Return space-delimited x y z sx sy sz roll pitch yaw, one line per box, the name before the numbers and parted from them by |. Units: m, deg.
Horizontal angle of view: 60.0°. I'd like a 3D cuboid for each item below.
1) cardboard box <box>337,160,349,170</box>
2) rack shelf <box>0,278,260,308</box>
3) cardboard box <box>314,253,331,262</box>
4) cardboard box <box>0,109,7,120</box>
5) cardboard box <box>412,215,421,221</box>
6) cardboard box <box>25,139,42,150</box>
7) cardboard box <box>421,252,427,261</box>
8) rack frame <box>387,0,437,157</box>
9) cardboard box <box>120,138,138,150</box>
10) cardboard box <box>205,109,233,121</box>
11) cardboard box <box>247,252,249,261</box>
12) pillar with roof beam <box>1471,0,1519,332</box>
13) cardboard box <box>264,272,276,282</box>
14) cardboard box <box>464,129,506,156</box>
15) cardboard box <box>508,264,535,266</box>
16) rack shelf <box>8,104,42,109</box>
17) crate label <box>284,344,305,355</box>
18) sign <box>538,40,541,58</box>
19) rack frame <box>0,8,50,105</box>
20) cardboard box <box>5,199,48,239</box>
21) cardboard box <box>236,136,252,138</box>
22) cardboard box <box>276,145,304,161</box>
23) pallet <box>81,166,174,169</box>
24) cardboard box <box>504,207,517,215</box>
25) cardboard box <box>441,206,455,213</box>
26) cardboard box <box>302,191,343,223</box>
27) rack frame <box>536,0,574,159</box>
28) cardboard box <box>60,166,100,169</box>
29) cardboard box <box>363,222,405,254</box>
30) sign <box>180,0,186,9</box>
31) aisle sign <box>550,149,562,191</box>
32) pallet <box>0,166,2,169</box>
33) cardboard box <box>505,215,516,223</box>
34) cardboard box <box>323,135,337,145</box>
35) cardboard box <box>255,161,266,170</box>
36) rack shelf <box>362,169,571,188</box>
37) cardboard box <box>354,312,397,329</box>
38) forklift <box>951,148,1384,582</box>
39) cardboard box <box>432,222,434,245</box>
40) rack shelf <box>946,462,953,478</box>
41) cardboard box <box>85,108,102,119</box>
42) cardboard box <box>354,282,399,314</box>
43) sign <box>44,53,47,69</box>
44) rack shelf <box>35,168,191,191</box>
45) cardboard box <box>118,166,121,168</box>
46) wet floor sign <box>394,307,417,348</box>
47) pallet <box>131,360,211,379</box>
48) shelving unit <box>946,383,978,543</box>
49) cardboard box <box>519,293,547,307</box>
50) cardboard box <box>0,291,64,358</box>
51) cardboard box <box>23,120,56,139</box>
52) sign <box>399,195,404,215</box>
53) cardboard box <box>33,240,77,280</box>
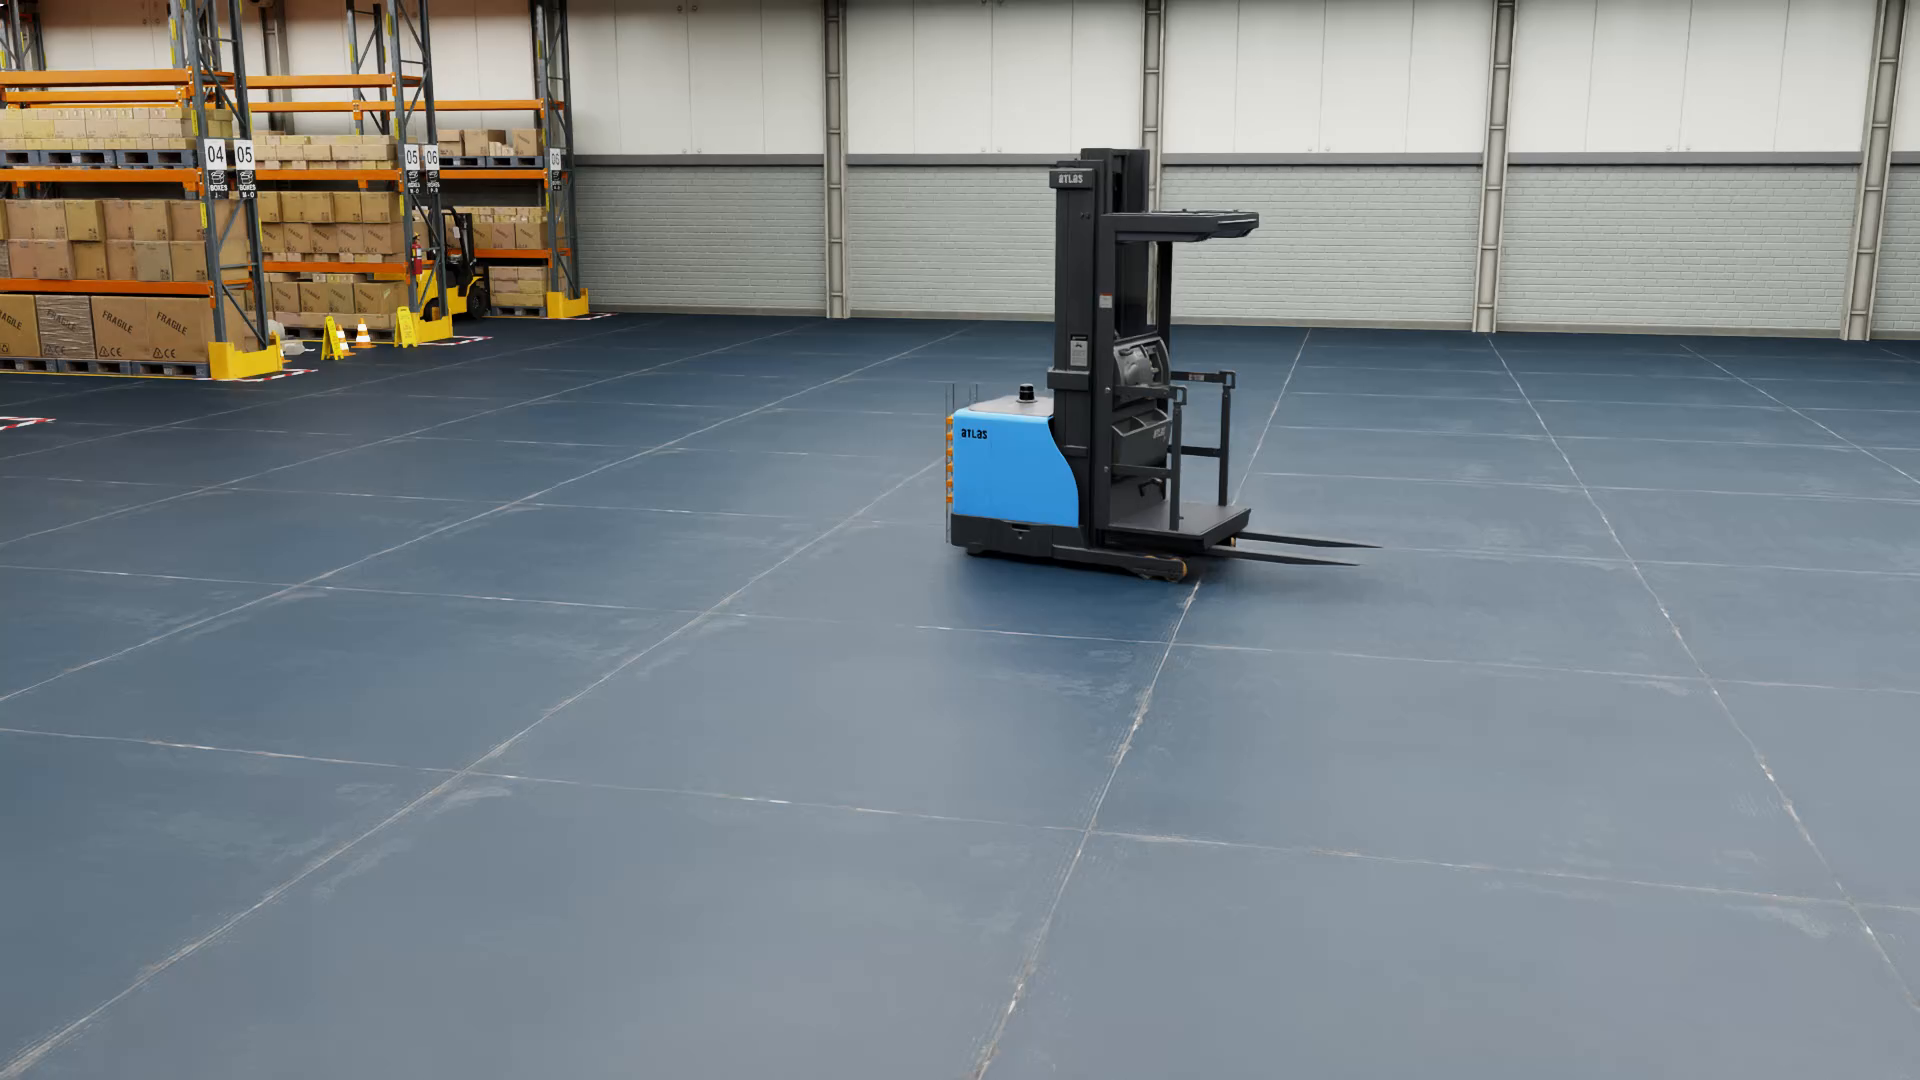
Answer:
cardboard box | -10.052 -6.187 27.444 0.250 0.149 0.380 3 13 14
rack shelf | -11.939 -3.538 23.510 4.000 0.370 1.077 3 13 14
cardboard box | -10.582 -4.735 27.824 0.250 0.149 0.380 3 13 13
cardboard box | -13.115 -5.862 22.934 0.250 0.149 0.380 3 13 13
cardboard box | -10.628 -6.328 32.694 0.250 0.149 0.380 3 13 15
cardboard box | -12.620 -5.446 22.902 0.250 0.149 0.380 3 13 13
cardboard box | -9.190 -4.770 27.982 0.250 0.149 0.380 3 13 14
rack frame | -8.909 -7.761 27.029 0.127 3.000 1.000 3 13 14
cardboard box | -11.140 -5.367 22.545 0.250 0.149 0.380 3 13 14
cardboard box | -10.245 -5.855 22.903 0.250 0.149 0.380 3 13 14
cardboard box | -12.041 -4.823 28.221 0.250 0.149 0.380 3 13 13
pillar with roof beam | 8.260 -7.191 24.461 0.400 9.000 9.100 3 13 14
cardboard box | -11.678 -4.452 28.117 0.250 0.149 0.380 4 13 16
cardboard box | -9.182 -7.689 32.200 0.500 0.500 0.700 3 13 14
cardboard box | -8.631 -5.317 32.934 0.500 0.250 0.500 3 13 14
rack shelf | -21.316 -9.178 35.088 4.000 0.370 1.077 3 13 14
crate label | -10.350 -2.962 25.861 0.298 0.136 0.250 -4 13 -16
sign | -7.868 -9.186 31.114 0.005 0.325 0.100 3 13 14
rack frame | -19.374 -9.427 34.542 0.127 3.000 1.000 3 13 14
cardboard box | -12.969 -4.563 23.629 0.550 0.550 0.875 3 13 14
cardboard box | -11.803 -6.643 27.658 0.250 0.149 0.380 3 13 13
cardboard box | -10.955 -6.416 27.554 0.500 0.250 0.500 3 13 14
pallet | -14.374 -6.520 28.795 1.003 0.211 1.213 3 13 14
cardboard box | -8.629 -6.375 32.219 0.250 0.149 0.380 3 13 15
cardboard box | -10.099 -6.465 32.625 0.250 0.149 0.380 3 13 13
cardboard box | -10.467 -5.527 27.588 0.500 0.500 0.700 3 13 13
rack frame | -7.724 -8.805 31.735 0.127 3.000 1.000 3 13 14
cardboard box | -15.189 -6.689 28.885 0.637 0.503 0.797 3 13 14
cardboard box | -9.502 -4.996 27.502 0.500 0.500 0.500 3 13 13
sign | -10.141 -7.096 21.693 0.005 0.325 0.100 3 13 14
aisle sign | -7.730 -7.080 31.809 0.004 0.787 0.394 3 13 14
pallet | -17.314 -6.641 29.346 1.003 0.211 1.213 4 13 16
cardboard box | -8.620 -6.234 32.270 0.250 0.149 0.380 3 13 15
cardboard box | -10.272 -6.587 27.406 0.250 0.149 0.380 3 13 14
cardboard box | -11.551 -6.261 27.775 0.250 0.149 0.380 3 13 12
rack shelf | -9.665 -7.093 32.606 4.000 0.370 1.077 3 13 14
cardboard box | -9.782 -3.681 27.871 0.500 0.250 0.500 3 13 13
forklift | 1.477 -1.269 11.778 3.031 2.935 1.130 7 14 28
cardboard box | -10.237 -6.005 32.735 0.500 0.500 0.500 3 13 13
rack shelf | 0.013 -0.542 12.703 0.180 0.103 0.258 3 13 14
cardboard box | -11.640 -5.783 22.578 0.250 0.149 0.380 3 13 13
cardboard box | -9.750 -4.047 27.791 0.500 0.500 0.500 3 13 14
sign | -19.247 -10.078 34.951 0.005 0.325 0.100 3 13 14
rack shelf | -14.735 -6.256 28.836 4.000 0.370 1.077 3 13 14
cardboard box | -17.021 -7.710 34.071 0.500 0.250 0.500 3 13 14
wet floor sign | -8.981 -3.448 26.876 0.232 0.644 0.267 8 15 33
pallet | -10.792 -2.449 23.379 1.213 0.211 1.003 3 13 14
shelving unit | 0.013 -0.585 12.693 0.189 1.200 0.258 3 13 14
cardboard box | -8.256 -4.696 32.448 0.500 0.250 0.500 3 13 14
cardboard box | -13.287 -3.114 23.871 0.875 0.875 0.875 3 13 14
cardboard box | -12.493 -5.647 22.888 0.500 0.250 0.500 3 13 13
sign | -9.062 -5.436 26.998 0.005 0.325 0.100 3 13 14
cardboard box | -12.484 -3.973 23.463 0.550 0.550 0.875 3 13 14
